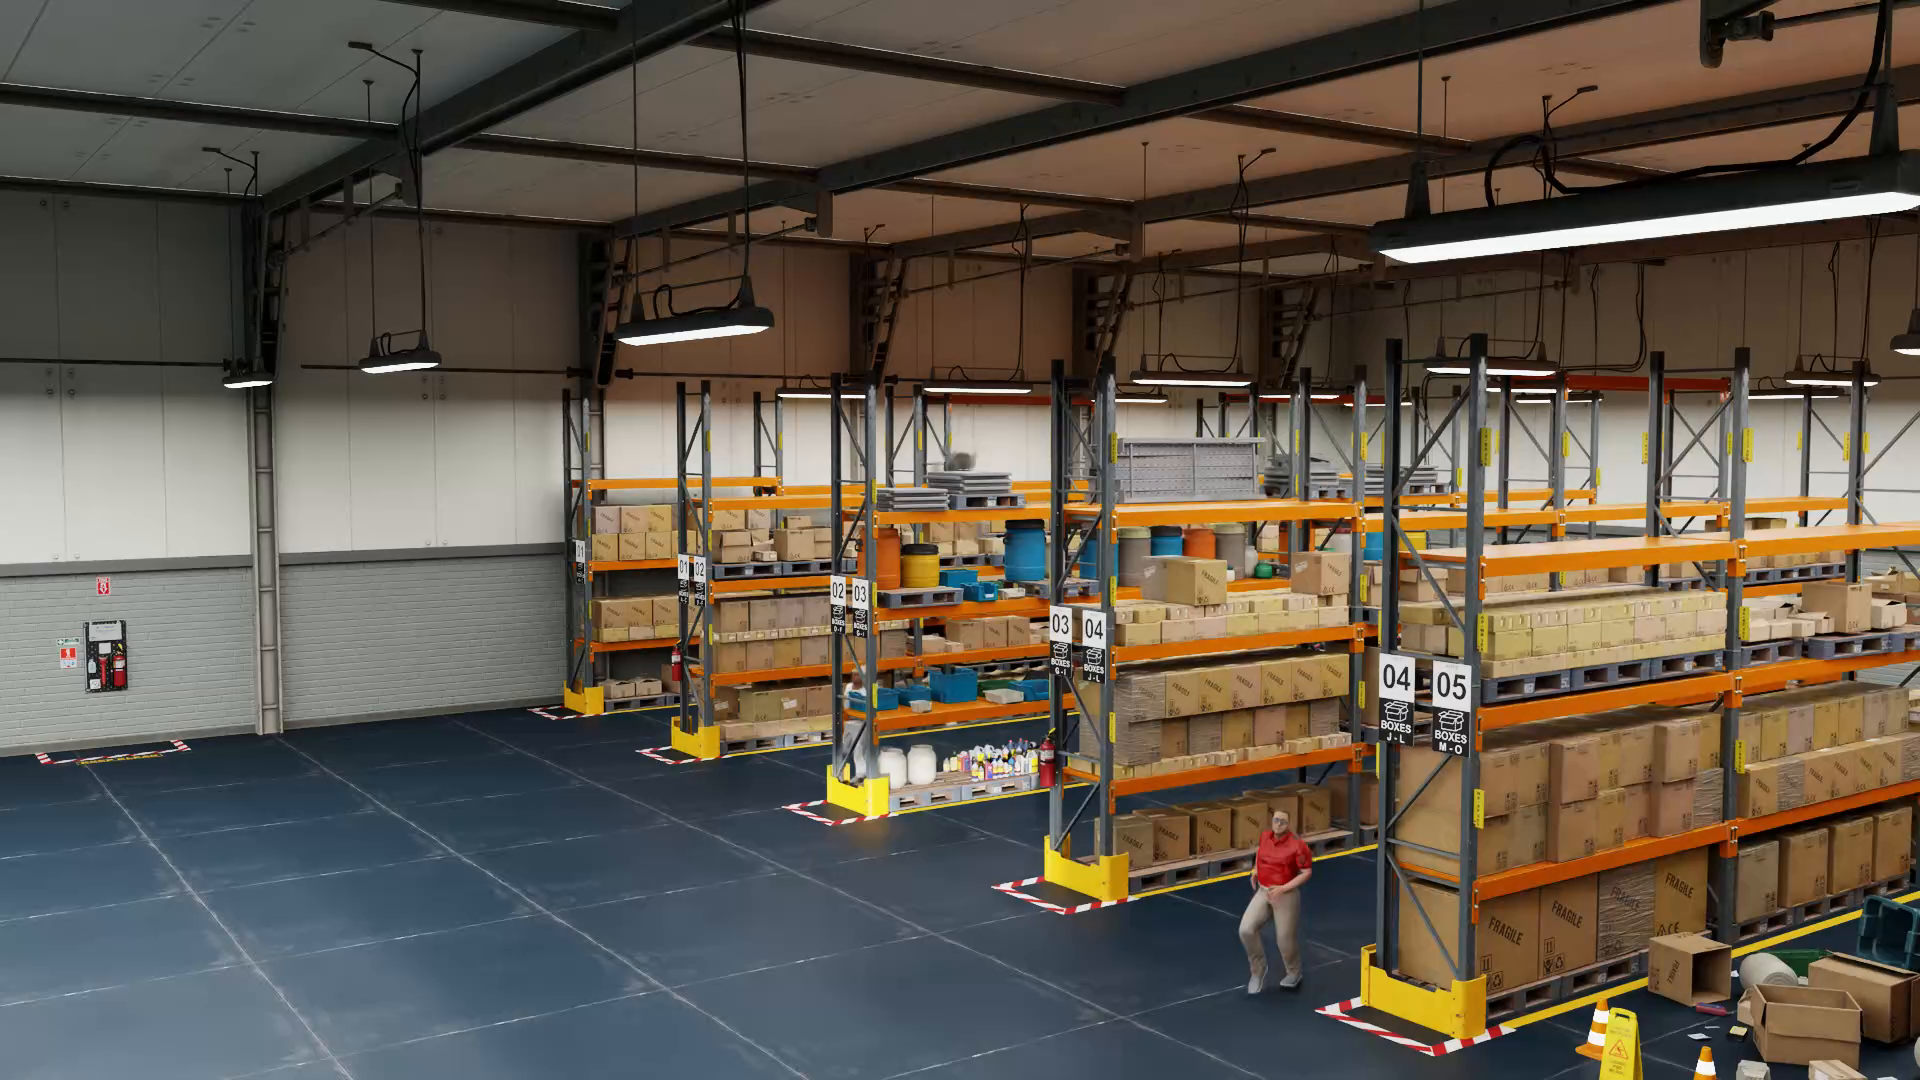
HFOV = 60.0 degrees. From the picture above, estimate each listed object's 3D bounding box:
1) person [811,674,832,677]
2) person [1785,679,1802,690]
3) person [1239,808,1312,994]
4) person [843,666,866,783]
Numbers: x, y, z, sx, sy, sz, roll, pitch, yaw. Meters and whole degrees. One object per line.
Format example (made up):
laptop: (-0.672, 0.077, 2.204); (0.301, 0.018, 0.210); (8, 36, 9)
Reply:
person: (-2.437, 2.355, 30.094); (0.868, 1.760, 0.668); (-3, 5, -38)
person: (11.904, 2.798, 23.946); (0.815, 1.728, 0.618); (-3, 5, -42)
person: (2.935, 3.339, 15.366); (0.673, 1.754, 0.678); (3, 5, 43)
person: (-1.535, 2.719, 24.567); (0.684, 1.732, 0.594); (3, 5, 38)
